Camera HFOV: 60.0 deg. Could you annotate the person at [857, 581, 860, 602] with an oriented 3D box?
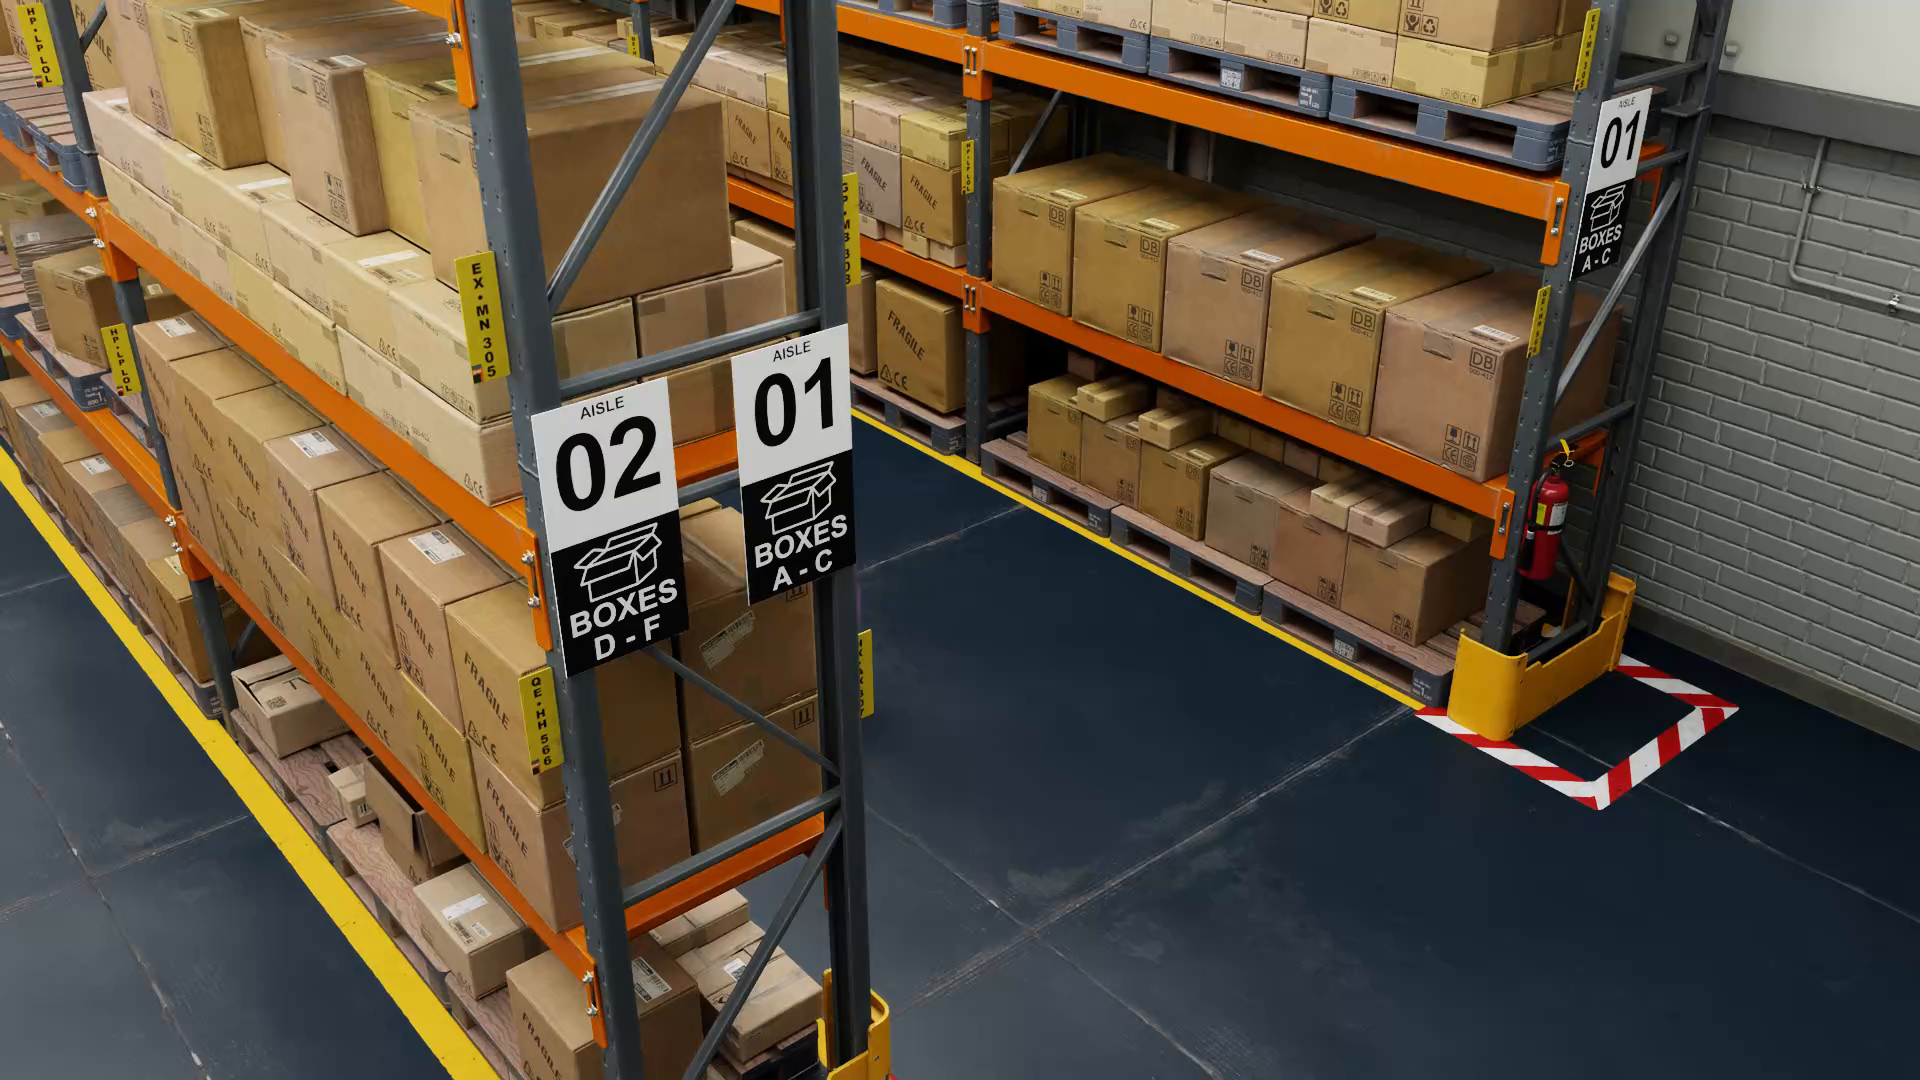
[{"bbox_3d":[-0.875,0.470,8.527,0.840,0.877,0.422,-24,36,-36],"label":"person"}]
